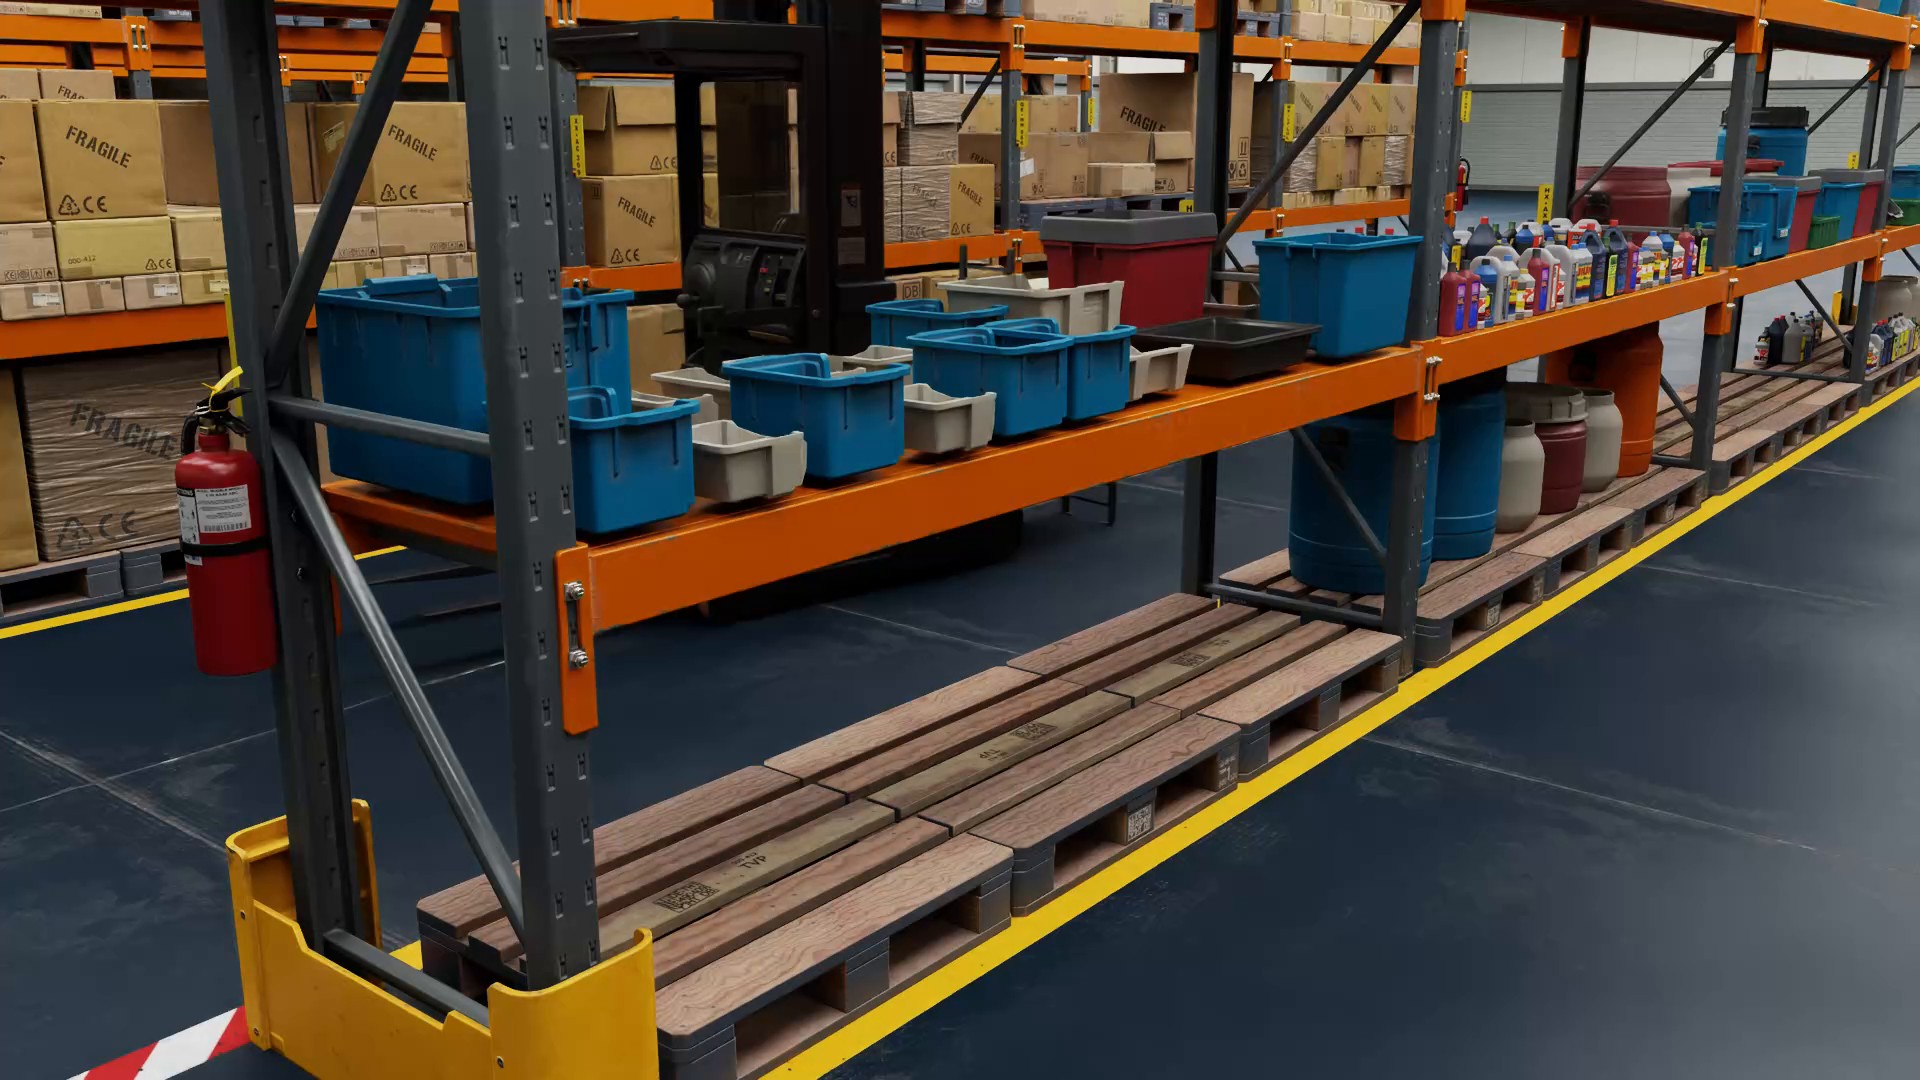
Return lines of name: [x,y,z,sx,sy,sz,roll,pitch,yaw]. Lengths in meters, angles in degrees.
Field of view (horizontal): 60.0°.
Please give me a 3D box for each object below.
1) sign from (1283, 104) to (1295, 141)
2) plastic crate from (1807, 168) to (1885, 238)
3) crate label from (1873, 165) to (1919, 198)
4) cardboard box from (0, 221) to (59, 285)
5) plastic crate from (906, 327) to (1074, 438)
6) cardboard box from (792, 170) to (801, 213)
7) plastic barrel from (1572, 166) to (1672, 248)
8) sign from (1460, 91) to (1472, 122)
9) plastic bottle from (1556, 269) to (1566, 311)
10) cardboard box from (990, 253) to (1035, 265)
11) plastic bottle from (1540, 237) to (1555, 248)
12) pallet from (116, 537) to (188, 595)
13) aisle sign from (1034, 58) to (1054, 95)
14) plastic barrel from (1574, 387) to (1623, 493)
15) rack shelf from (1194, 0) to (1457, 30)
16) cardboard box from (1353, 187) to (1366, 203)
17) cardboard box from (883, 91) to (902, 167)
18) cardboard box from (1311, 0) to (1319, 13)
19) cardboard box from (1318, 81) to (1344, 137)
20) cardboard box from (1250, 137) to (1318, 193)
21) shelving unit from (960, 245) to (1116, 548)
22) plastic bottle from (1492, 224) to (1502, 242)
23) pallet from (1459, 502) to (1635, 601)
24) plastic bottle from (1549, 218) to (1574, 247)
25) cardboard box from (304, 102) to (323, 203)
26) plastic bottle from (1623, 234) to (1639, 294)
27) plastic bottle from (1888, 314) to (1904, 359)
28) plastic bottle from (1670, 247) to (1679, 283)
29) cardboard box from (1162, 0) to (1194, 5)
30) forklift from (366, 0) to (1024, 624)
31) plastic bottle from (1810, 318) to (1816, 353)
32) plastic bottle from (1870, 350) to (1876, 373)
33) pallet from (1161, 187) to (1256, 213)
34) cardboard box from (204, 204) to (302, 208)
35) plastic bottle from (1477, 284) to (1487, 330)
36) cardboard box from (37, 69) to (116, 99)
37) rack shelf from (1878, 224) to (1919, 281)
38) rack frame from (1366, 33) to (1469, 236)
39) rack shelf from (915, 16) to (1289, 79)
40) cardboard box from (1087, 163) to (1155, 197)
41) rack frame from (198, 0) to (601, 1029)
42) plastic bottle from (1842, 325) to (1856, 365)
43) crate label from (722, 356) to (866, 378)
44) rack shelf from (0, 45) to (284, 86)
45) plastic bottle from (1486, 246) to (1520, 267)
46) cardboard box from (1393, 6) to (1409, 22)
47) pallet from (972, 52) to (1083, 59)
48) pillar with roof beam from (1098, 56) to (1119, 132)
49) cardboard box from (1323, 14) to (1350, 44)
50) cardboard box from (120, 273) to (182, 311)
sign: [2.963,-3.764,14.996,0.100,0.325,0.005,11,18,38]
plastic crate: [6.315,-2.412,11.897,0.402,0.464,0.583,11,18,38]
crate label: [7.949,-2.910,13.915,0.502,0.435,0.616,11,18,38]
cardboard box: [-4.180,-1.212,7.003,0.500,0.250,0.500,11,18,37]
plastic crate: [0.078,-0.420,4.402,0.416,0.233,0.300,11,18,38]
cardboard box: [-1.065,-2.146,10.774,0.500,0.500,0.500,12,18,39]
plastic barrel: [3.923,-1.957,9.959,0.600,0.536,0.708,11,18,38]
sign: [5.462,-4.679,17.954,0.100,0.325,0.005,11,18,38]
plastic bottle: [2.617,-1.118,7.336,0.097,0.201,0.097,0,14,0]
cardboard box: [0.323,-3.706,20.581,0.875,0.875,0.875,11,18,37]
plastic bottle: [3.162,-1.522,8.926,0.097,0.201,0.097,0,14,0]
pallet: [-3.804,-0.036,8.337,1.003,0.211,1.213,11,18,38]
aisle sign: [1.060,-6.161,21.503,0.394,0.787,0.004,11,18,38]
plastic barrel: [3.288,-0.535,8.836,0.421,0.512,0.421,0,14,0]
rack shelf: [0.096,-1.712,4.637,1.077,0.370,4.000,11,18,38]
cardboard box: [3.831,-3.450,16.622,0.380,0.149,0.250,11,18,38]
cardboard box: [-0.869,-2.795,11.292,0.797,0.503,0.637,12,18,39]
cardboard box: [3.087,-4.938,15.373,0.380,0.149,0.250,10,17,35]
cardboard box: [3.323,-4.108,15.864,0.500,0.500,0.500,11,18,38]
cardboard box: [2.860,-3.557,15.726,0.875,0.500,0.500,11,18,38]
shelving unit: [0.416,-0.784,8.664,0.755,1.500,0.431,-11,18,-38]
plastic bottle: [2.789,-1.515,8.730,0.061,0.283,0.133,11,18,38]
pallet: [2.637,-0.014,8.249,1.003,0.211,1.213,11,18,38]
plastic bottle: [3.344,-1.663,9.327,0.152,0.276,0.135,11,18,38]
cardboard box: [-3.314,-2.046,8.761,0.500,0.500,0.500,11,18,38]
plastic bottle: [3.227,-1.337,8.029,0.061,0.283,0.133,11,18,38]
plastic bottle: [7.597,-1.659,13.547,0.144,0.351,0.185,11,18,37]
plastic bottle: [3.652,-1.434,8.578,0.097,0.201,0.097,0,14,0]
cardboard box: [1.565,-4.740,14.035,0.797,0.503,0.637,12,19,40]
forklift: [-1.145,-1.204,7.411,3.031,2.935,1.130,-11,18,-38]
plastic bottle: [7.074,-1.699,13.842,0.061,0.283,0.133,11,18,38]
plastic bottle: [6.987,-1.391,12.797,0.097,0.201,0.097,0,14,0]
pallet: [1.936,-3.071,15.010,1.003,0.211,1.213,11,18,38]
cardboard box: [-3.636,-1.583,8.464,0.500,0.250,0.500,12,18,39]
plastic bottle: [2.058,-0.948,6.665,0.097,0.201,0.097,0,14,0]
cardboard box: [-6.378,-3.088,11.849,0.500,0.500,0.500,10,18,36]
rack shelf: [7.639,-2.556,14.053,1.077,0.370,4.000,11,18,38]
rack frame: [5.043,-4.054,18.489,1.000,3.000,0.127,11,18,38]
rack shelf: [1.272,-4.010,13.685,1.077,0.370,4.000,11,18,38]
cardboard box: [1.247,-2.938,13.548,0.500,0.250,0.500,11,18,36]
rack frame: [-1.161,-0.223,3.410,1.000,3.000,0.127,11,18,38]
plastic bottle: [7.099,-1.564,13.172,0.144,0.351,0.185,11,18,38]
crate label: [-0.439,-0.419,4.595,0.396,0.136,0.243,11,18,38]
rack shelf: [-8.950,-4.778,16.707,1.077,0.370,4.000,11,18,38]
plastic bottle: [2.404,-1.160,7.349,0.152,0.276,0.135,11,18,38]
cardboard box: [4.288,-5.279,16.713,0.380,0.149,0.250,10,17,35]
pallet: [0.791,-6.108,20.663,1.003,0.211,1.213,11,18,38]
pillar with roof beam: [6.995,-12.050,37.779,9.100,9.000,0.400,11,18,38]
cardboard box: [3.340,-4.818,15.708,0.500,0.250,0.500,11,18,37]
cardboard box: [-3.727,-1.132,7.496,0.380,0.149,0.250,11,18,37]
